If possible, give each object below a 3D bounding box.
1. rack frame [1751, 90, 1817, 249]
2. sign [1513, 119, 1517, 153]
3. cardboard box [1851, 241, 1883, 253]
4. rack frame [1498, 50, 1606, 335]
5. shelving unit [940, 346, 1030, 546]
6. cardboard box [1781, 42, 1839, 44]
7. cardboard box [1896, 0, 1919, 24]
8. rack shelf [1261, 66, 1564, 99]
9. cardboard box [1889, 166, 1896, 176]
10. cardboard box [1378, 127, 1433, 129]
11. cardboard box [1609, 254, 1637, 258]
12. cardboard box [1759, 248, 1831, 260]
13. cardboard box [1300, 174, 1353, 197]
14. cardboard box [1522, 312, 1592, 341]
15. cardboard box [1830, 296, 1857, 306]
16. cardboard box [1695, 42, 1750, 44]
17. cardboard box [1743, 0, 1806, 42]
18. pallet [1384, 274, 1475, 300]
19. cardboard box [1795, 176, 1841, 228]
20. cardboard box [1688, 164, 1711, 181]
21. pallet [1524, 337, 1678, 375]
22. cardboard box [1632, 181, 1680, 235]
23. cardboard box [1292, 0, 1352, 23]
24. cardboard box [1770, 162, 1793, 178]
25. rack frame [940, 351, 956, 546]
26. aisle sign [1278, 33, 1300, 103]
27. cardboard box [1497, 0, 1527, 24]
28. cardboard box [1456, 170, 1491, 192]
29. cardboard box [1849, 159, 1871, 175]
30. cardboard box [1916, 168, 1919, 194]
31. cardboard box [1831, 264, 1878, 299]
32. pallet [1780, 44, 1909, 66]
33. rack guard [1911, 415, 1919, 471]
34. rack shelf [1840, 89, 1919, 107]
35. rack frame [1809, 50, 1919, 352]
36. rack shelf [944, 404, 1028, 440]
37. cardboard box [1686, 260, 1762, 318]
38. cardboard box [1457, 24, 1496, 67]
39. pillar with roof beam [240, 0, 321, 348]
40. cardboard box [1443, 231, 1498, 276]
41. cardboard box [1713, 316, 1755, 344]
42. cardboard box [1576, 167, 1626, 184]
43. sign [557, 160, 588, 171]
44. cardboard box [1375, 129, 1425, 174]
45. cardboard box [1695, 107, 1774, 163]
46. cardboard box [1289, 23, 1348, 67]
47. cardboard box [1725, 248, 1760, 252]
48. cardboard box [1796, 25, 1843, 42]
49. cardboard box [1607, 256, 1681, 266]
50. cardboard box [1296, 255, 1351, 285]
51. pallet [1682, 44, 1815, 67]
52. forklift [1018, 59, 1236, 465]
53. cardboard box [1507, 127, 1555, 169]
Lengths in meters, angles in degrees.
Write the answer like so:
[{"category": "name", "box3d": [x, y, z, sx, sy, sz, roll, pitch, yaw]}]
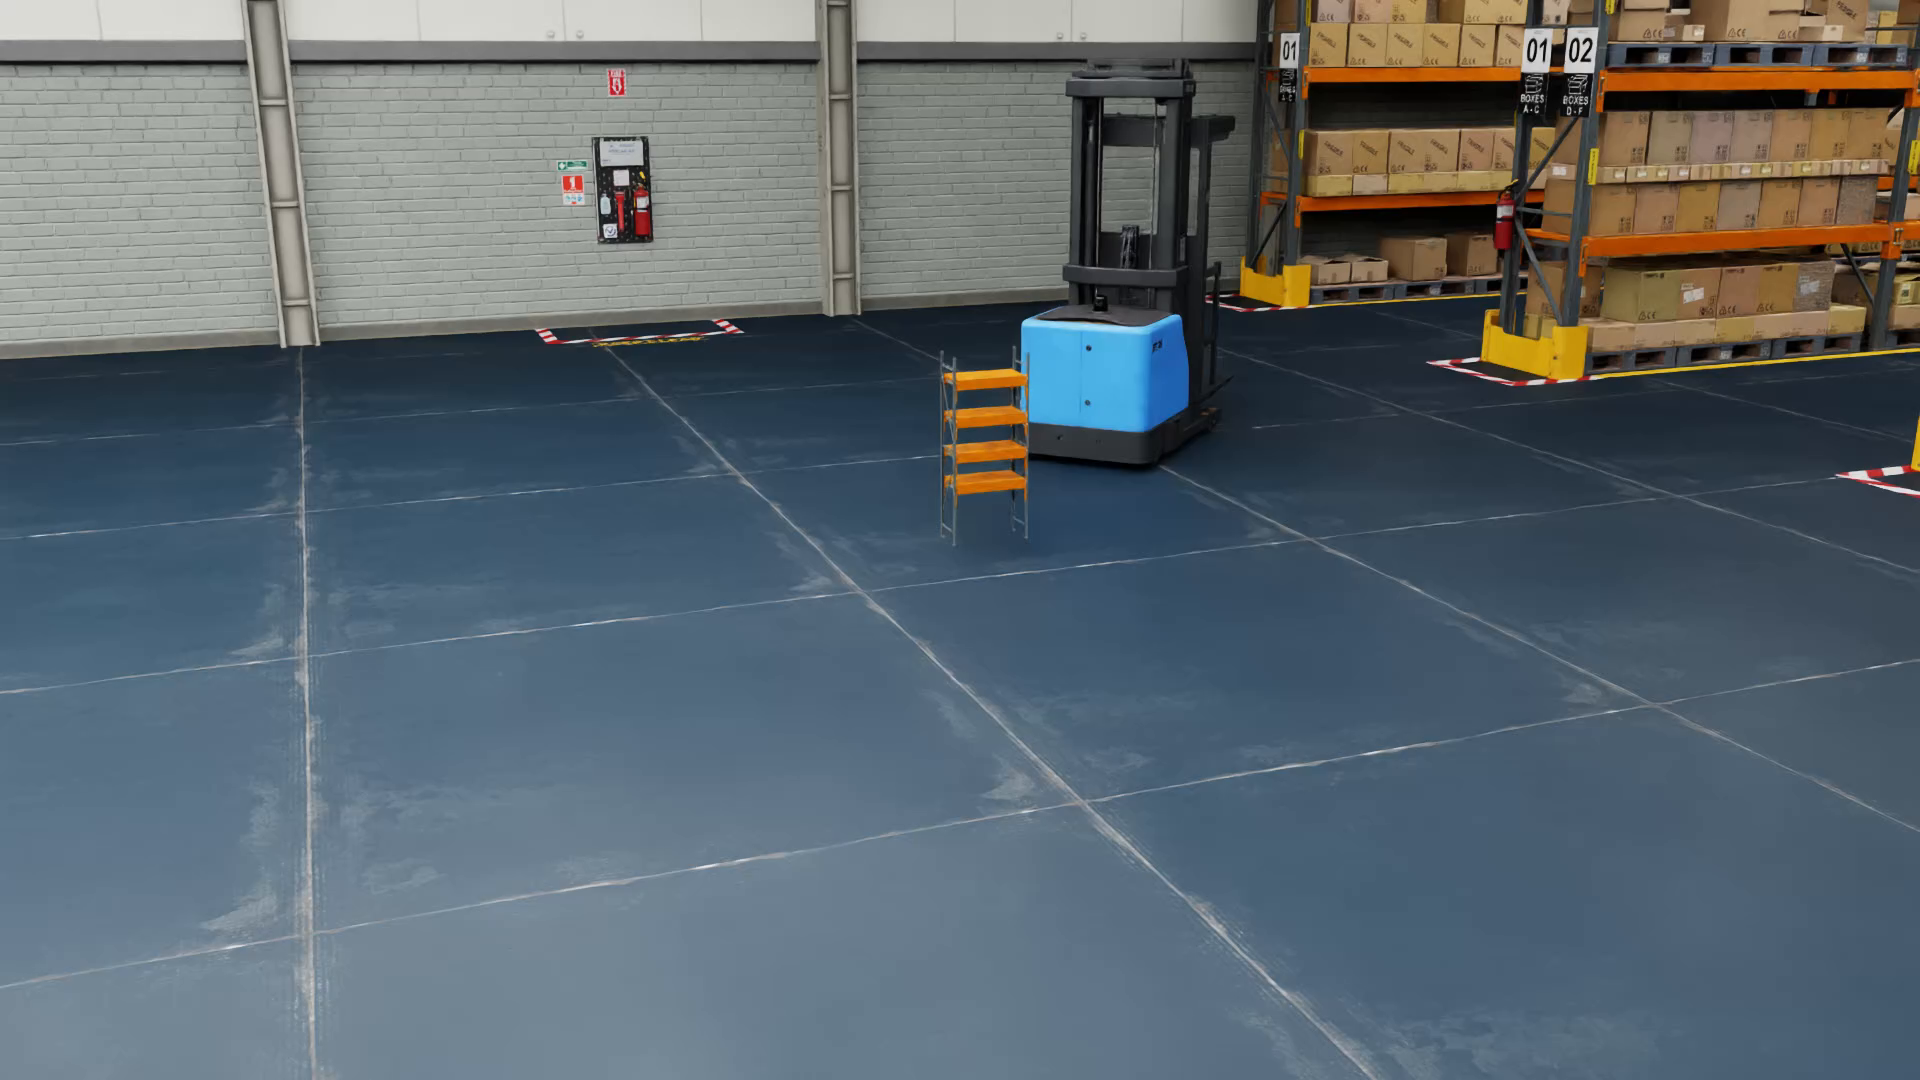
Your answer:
[{"category": "rack frame", "box3d": [11.324, -5.237, 23.109, 0.127, 3.000, 1.000, -6, 17, -20]}, {"category": "sign", "box3d": [5.448, -3.941, 16.220, 0.005, 0.325, 0.100, -6, 17, -20]}, {"category": "cardboard box", "box3d": [12.878, -4.534, 23.783, 0.750, 0.750, 0.750, -6, 17, -20]}, {"category": "rack frame", "box3d": [5.629, -3.128, 15.926, 0.127, 3.000, 1.000, -6, 17, -20]}, {"category": "shelving unit", "box3d": [0.155, -0.592, 10.486, 0.503, 1.200, 0.258, -6, 17, -20]}, {"category": "cardboard box", "box3d": [11.747, -6.999, 22.825, 0.500, 0.500, 0.700, -8, 18, -24]}, {"category": "cardboard box", "box3d": [9.955, -5.511, 16.909, 0.500, 0.500, 0.500, -6, 17, -19]}, {"category": "rack shelf", "box3d": [5.721, -5.726, 20.728, 4.000, 0.370, 1.077, -6, 17, -20]}, {"category": "cardboard box", "box3d": [13.142, -5.256, 23.584, 0.250, 0.149, 0.380, -6, 17, -20]}, {"category": "cardboard box", "box3d": [5.642, -4.984, 21.146, 0.500, 0.500, 0.500, -6, 17, -19]}, {"category": "cardboard box", "box3d": [8.734, -3.990, 22.516, 0.500, 0.500, 0.700, -7, 18, -21]}, {"category": "cardboard box", "box3d": [8.819, -2.809, 17.643, 0.500, 0.500, 0.500, -6, 17, -20]}, {"category": "cardboard box", "box3d": [4.423, -4.334, 20.264, 0.500, 0.250, 0.500, -7, 18, -22]}, {"category": "cardboard box", "box3d": [6.024, -2.142, 16.703, 0.500, 0.250, 0.500, -6, 17, -20]}, {"category": "cardboard box", "box3d": [9.648, -2.531, 18.029, 0.500, 0.250, 0.500, -6, 18, -21]}, {"category": "cardboard box", "box3d": [10.080, -6.629, 22.307, 0.637, 0.503, 0.797, -4, 17, -12]}, {"category": "cardboard box", "box3d": [7.782, -5.156, 16.330, 0.637, 0.503, 0.797, -4, 17, -14]}, {"category": "pallet", "box3d": [5.833, -3.295, 21.444, 1.213, 0.211, 1.003, -6, 17, -20]}, {"category": "cardboard box", "box3d": [8.462, -3.478, 16.940, 0.500, 0.500, 0.700, -6, 18, -21]}, {"category": "cardboard box", "box3d": [7.036, -3.574, 16.118, 0.250, 0.149, 0.380, -7, 18, -22]}, {"category": "pallet", "box3d": [6.328, -1.878, 16.618, 1.213, 0.211, 1.003, -6, 17, -20]}, {"category": "cardboard box", "box3d": [6.559, -3.274, 16.245, 0.500, 0.500, 0.700, -6, 17, -19]}, {"category": "cardboard box", "box3d": [4.300, -6.382, 19.697, 0.500, 0.500, 0.500, -8, 18, -24]}, {"category": "cardboard box", "box3d": [8.001, -3.679, 16.473, 0.250, 0.149, 0.380, -6, 17, -18]}, {"category": "rack frame", "box3d": [-0.073, -0.568, 10.402, 0.015, 1.200, 0.240, -6, 17, -20]}, {"category": "aisle sign", "box3d": [3.893, -5.592, 19.703, 0.004, 0.787, 0.394, -6, 17, -20]}, {"category": "cardboard box", "box3d": [6.707, -6.630, 20.542, 0.500, 0.500, 0.500, -5, 17, -17]}, {"category": "cardboard box", "box3d": [6.322, -4.541, 20.970, 0.500, 0.250, 0.500, -6, 17, -20]}, {"category": "cardboard box", "box3d": [8.956, -3.782, 16.825, 0.250, 0.149, 0.380, -7, 18, -21]}, {"category": "cardboard box", "box3d": [10.579, -3.705, 17.715, 0.500, 0.500, 0.500, -5, 17, -16]}, {"category": "cardboard box", "box3d": [9.640, -2.799, 17.944, 0.500, 0.311, 0.500, -6, 17, -20]}, {"category": "pallet", "box3d": [8.577, -4.835, 16.573, 1.213, 0.211, 1.003, -6, 17, -20]}, {"category": "rack guard", "box3d": [7.452, -0.645, 11.907, 0.348, 0.500, 1.175, -6, 17, -20]}, {"category": "rack shelf", "box3d": [11.232, -4.827, 17.664, 4.000, 0.370, 1.077, -6, 17, -20]}, {"category": "rack frame", "box3d": [9.365, -3.531, 17.299, 0.127, 3.000, 1.000, -6, 17, -20]}, {"category": "rack shelf", "box3d": [0.155, -0.742, 10.442, 0.480, 0.148, 0.258, -6, 17, -20]}, {"category": "cardboard box", "box3d": [7.611, -2.516, 16.646, 0.500, 0.500, 0.500, -6, 17, -20]}, {"category": "cardboard box", "box3d": [6.225, -6.101, 20.515, 0.500, 0.500, 0.500, -7, 18, -22]}, {"category": "pillar with roof beam", "box3d": [-5.468, -5.265, 12.556, 0.400, 9.000, 9.100, -6, 17, -20]}, {"category": "cardboard box", "box3d": [6.634, -3.731, 21.634, 0.500, 0.500, 0.500, -8, 18, -24]}, {"category": "cardboard box", "box3d": [7.611, -2.156, 16.752, 0.500, 0.250, 0.500, -6, 17, -20]}, {"category": "cardboard box", "box3d": [6.073, -3.470, 15.762, 0.250, 0.149, 0.380, -6, 18, -20]}, {"category": "sign", "box3d": [-4.272, -4.126, 18.320, 0.331, 0.109, 0.001, -6, 17, -20]}, {"category": "cardboard box", "box3d": [5.356, -4.795, 20.502, 0.500, 0.500, 0.500, -7, 18, -22]}, {"category": "cardboard box", "box3d": [7.547, -4.003, 16.427, 0.500, 0.500, 0.700, -6, 17, -20]}, {"category": "cardboard box", "box3d": [4.255, -5.895, 19.814, 0.500, 0.500, 0.500, -6, 17, -19]}, {"category": "cardboard box", "box3d": [10.670, -4.163, 23.105, 0.500, 0.500, 0.700, -6, 17, -19]}, {"category": "cardboard box", "box3d": [8.336, -4.925, 16.174, 0.250, 0.149, 0.380, -6, 17, -20]}, {"category": "cardboard box", "box3d": [6.952, -2.607, 16.955, 0.500, 0.500, 0.500, -6, 17, -20]}, {"category": "cardboard box", "box3d": [4.532, -3.398, 20.836, 0.500, 0.311, 0.500, -8, 18, -26]}, {"category": "pallet", "box3d": [7.440, -4.713, 16.157, 1.213, 0.211, 1.003, -6, 17, -20]}, {"category": "forklift", "box3d": [1.520, -2.335, 13.349, 1.130, 2.935, 3.031, 7, 18, 24]}, {"category": "cardboard box", "box3d": [7.258, -5.002, 21.209, 0.500, 0.500, 0.500, -6, 17, -20]}]
